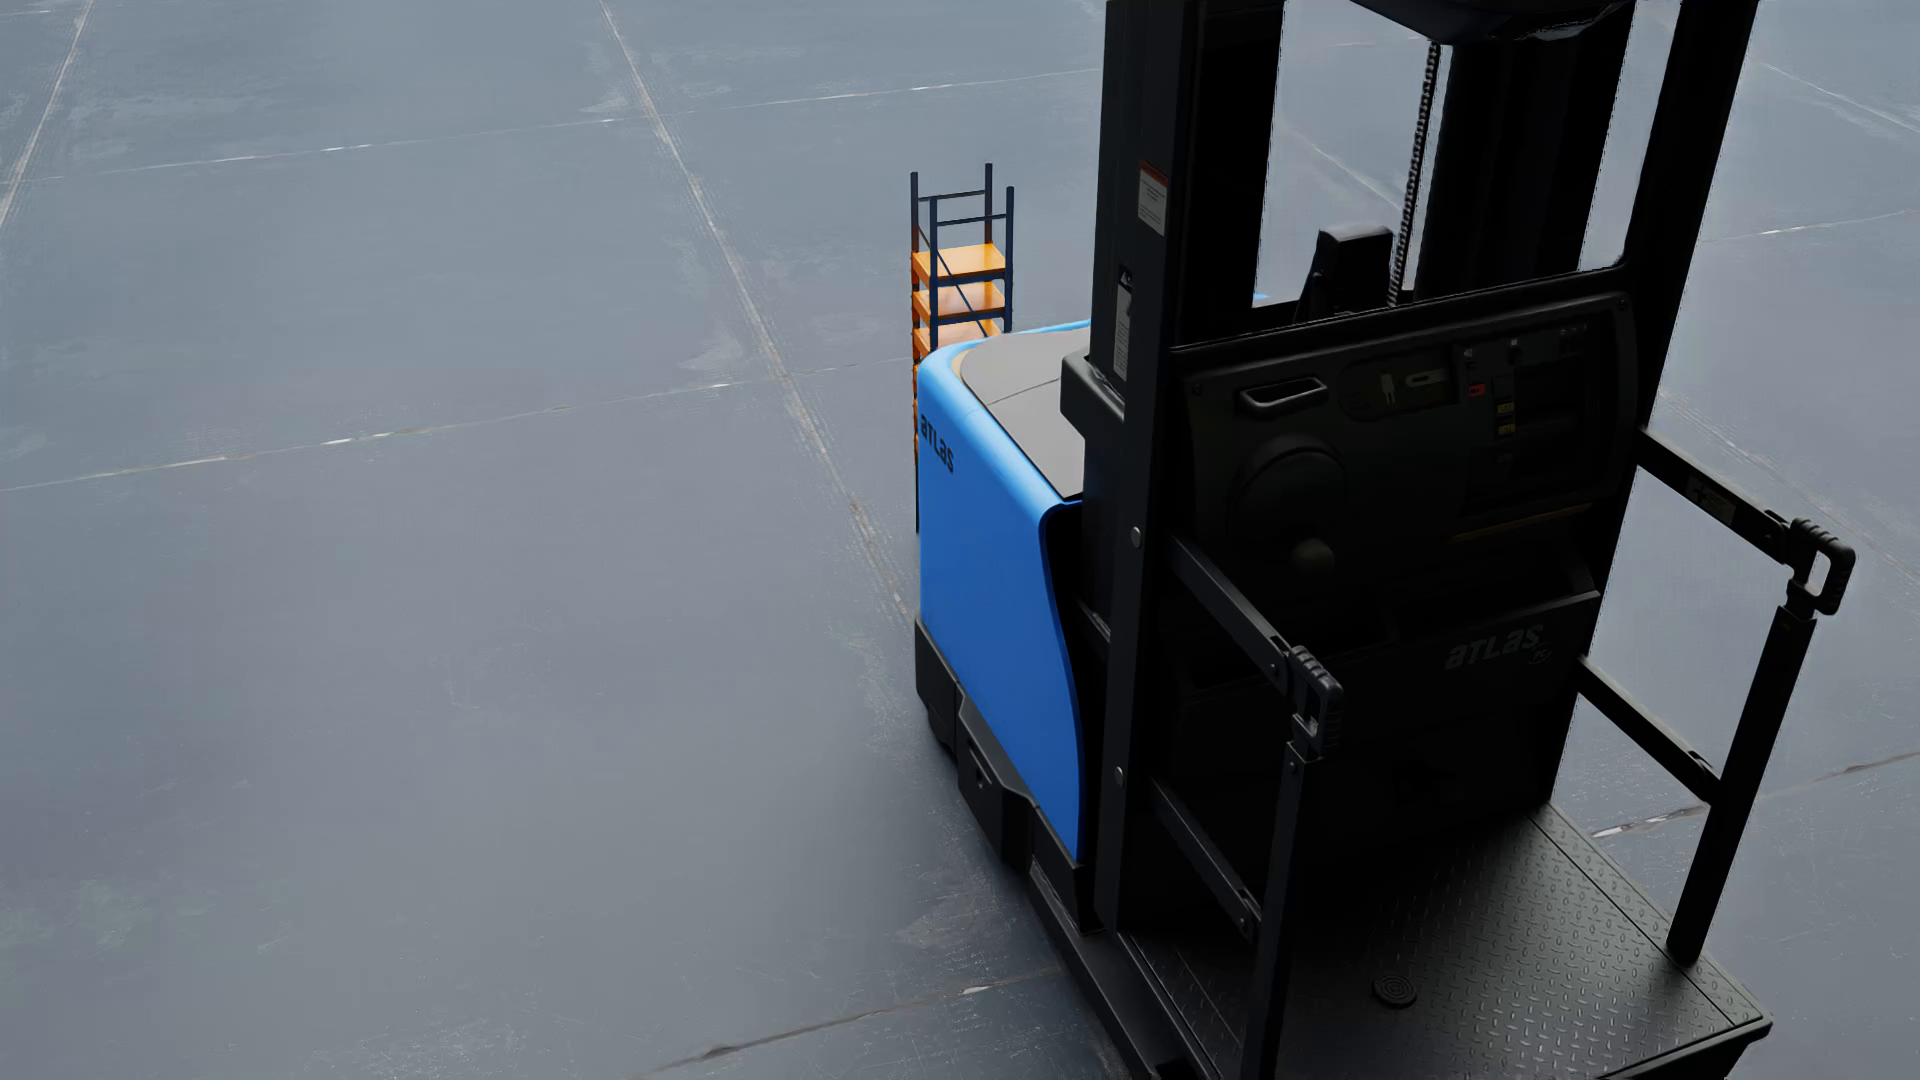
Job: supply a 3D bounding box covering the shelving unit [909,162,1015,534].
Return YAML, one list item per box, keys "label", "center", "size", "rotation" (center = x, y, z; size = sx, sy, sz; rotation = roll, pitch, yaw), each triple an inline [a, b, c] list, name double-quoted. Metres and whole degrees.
- label: "shelving unit"
  center: [0.004, -0.493, 4.908]
  size: [0.258, 1.200, 0.189]
  rotation: [-10, 35, -15]

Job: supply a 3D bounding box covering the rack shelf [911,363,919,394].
- label: "rack shelf"
  center: [0.004, -0.456, 4.932]
  size: [0.258, 0.103, 0.180]
  rotation: [-10, 35, -15]

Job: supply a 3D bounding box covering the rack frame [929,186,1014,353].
- label: "rack frame"
  center: [0.032, -0.445, 4.835]
  size: [0.240, 1.200, 0.006]
  rotation: [-10, 35, -15]

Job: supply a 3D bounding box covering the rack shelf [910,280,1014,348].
- label: "rack shelf"
  center: [0.004, -0.656, 4.800]
  size: [0.258, 0.103, 0.180]
  rotation: [-10, 35, -15]

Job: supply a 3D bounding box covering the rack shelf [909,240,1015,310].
- label: "rack shelf"
  center: [0.004, -0.756, 4.734]
  size: [0.258, 0.103, 0.180]
  rotation: [-10, 35, -15]

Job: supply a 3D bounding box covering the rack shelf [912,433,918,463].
- label: "rack shelf"
  center: [0.004, -0.256, 5.065]
  size: [0.258, 0.103, 0.180]
  rotation: [-10, 35, -15]

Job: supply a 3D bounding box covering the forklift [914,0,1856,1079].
- label: "forklift"
  center: [0.896, -0.132, 2.790]
  size: [1.130, 2.935, 3.031]
  rotation: [-12, 35, -18]

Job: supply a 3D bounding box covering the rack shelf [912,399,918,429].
- label: "rack shelf"
  center: [0.004, -0.356, 4.998]
  size: [0.258, 0.103, 0.180]
  rotation: [-10, 35, -15]

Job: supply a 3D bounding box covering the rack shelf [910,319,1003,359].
- label: "rack shelf"
  center: [0.004, -0.556, 4.866]
  size: [0.258, 0.103, 0.180]
  rotation: [-10, 35, -15]

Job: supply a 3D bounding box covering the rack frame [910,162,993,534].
- label: "rack frame"
  center: [-0.023, -0.541, 4.980]
  size: [0.240, 1.200, 0.006]
  rotation: [-10, 35, -15]
